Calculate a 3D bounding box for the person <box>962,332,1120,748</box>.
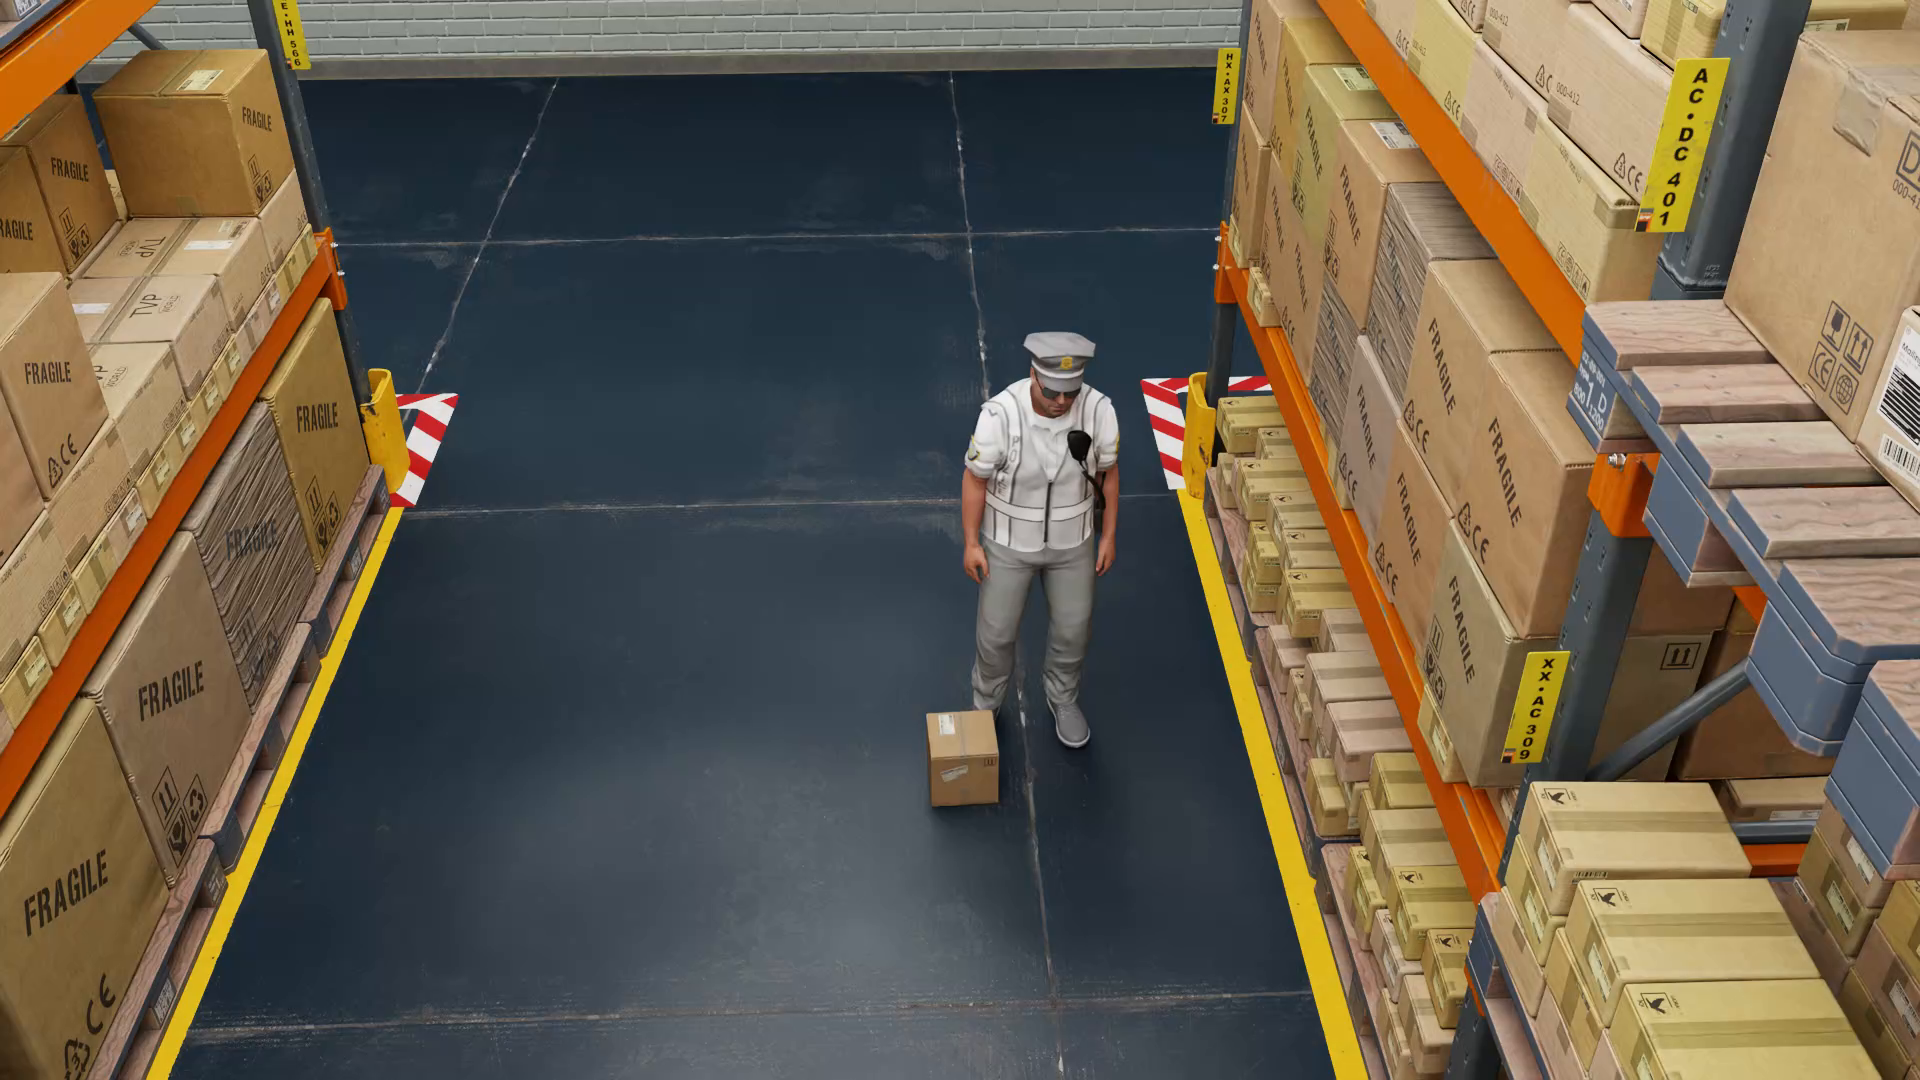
[{"bbox_3d":[0.292,-0.008,6.151,0.595,1.746,0.440,-4,35,-5],"label":"person"}]
